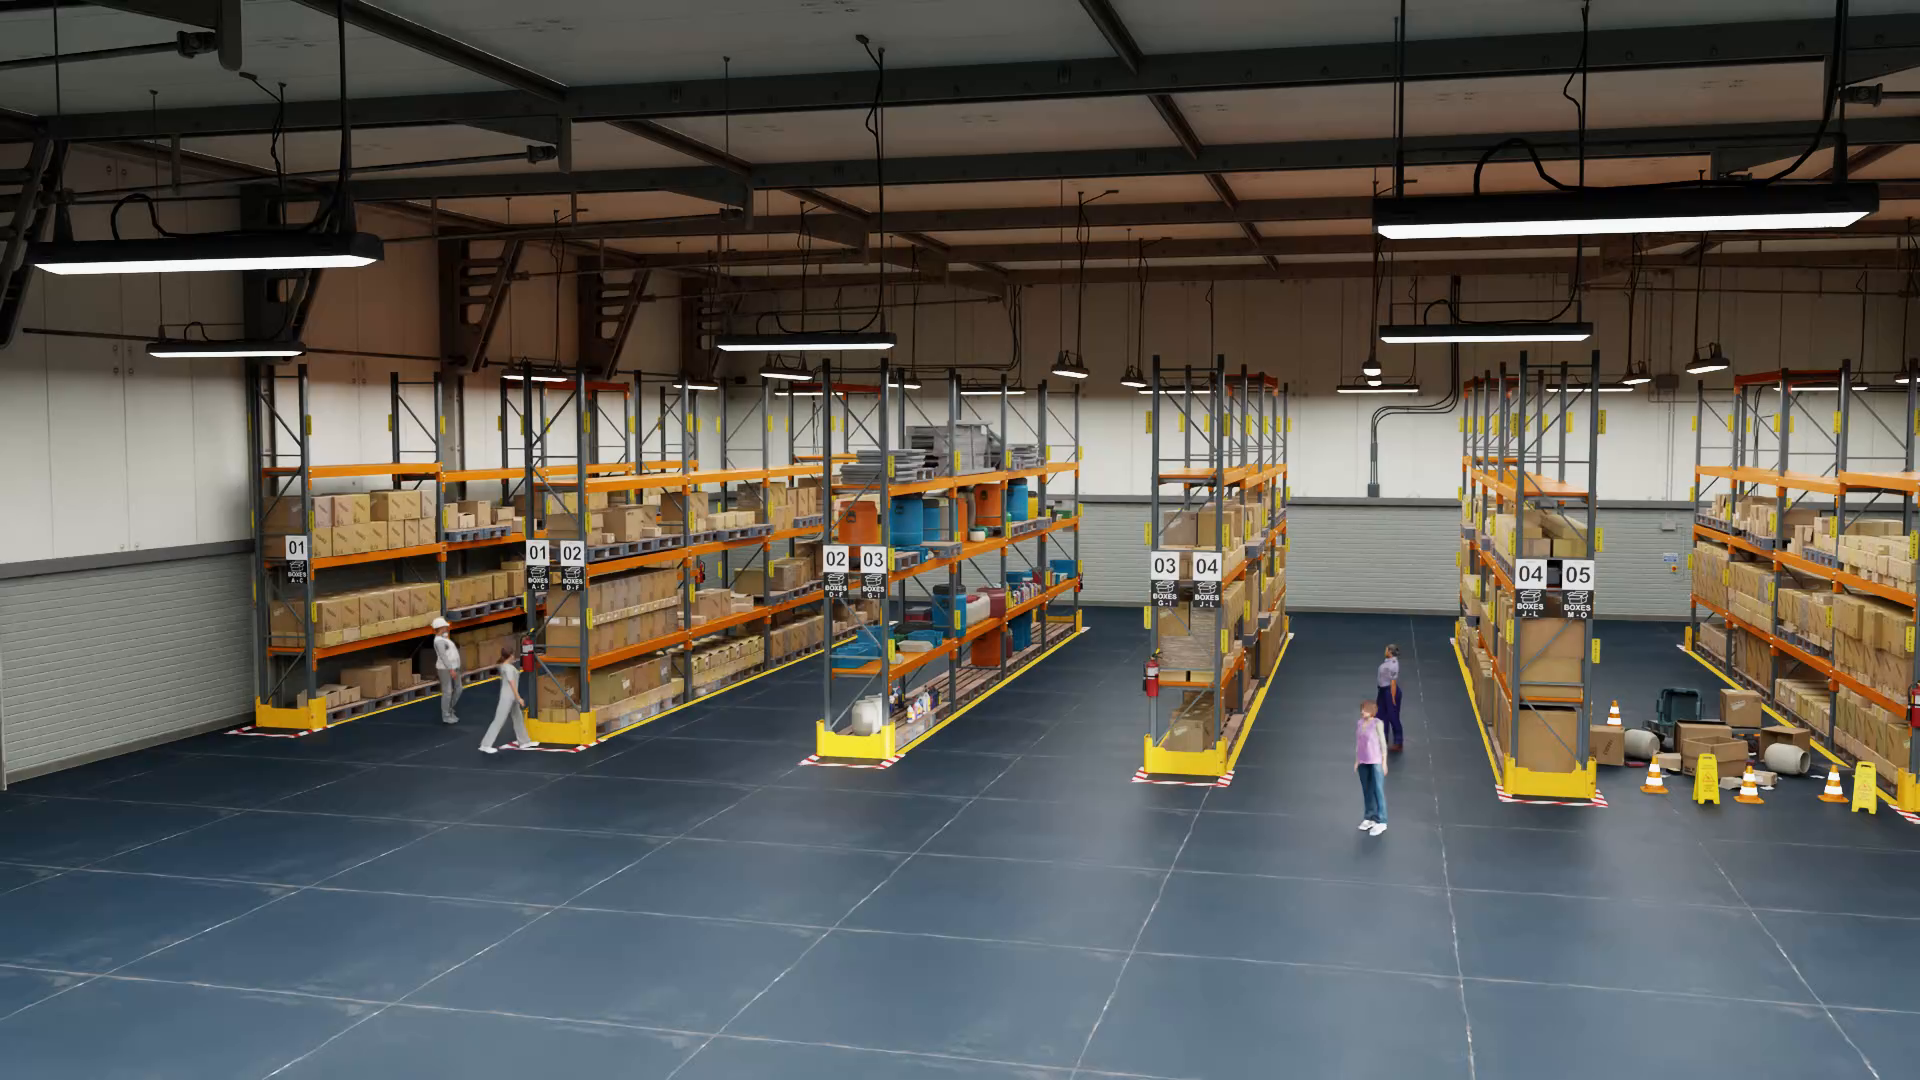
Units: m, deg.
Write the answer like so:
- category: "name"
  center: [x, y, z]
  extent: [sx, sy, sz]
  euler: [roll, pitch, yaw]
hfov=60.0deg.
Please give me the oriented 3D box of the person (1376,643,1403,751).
- category: "person"
  center: [6.606, 2.409, 25.700]
  extent: [0.410, 1.666, 0.647]
  euler: [0, 4, -4]

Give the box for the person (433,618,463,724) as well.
- category: "person"
  center: [-8.624, 2.206, 28.062]
  extent: [0.541, 1.804, 0.636]
  euler: [1, 4, 10]

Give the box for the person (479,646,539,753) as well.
- category: "person"
  center: [-6.913, 2.429, 25.480]
  extent: [0.908, 1.636, 0.564]
  euler: [-1, 4, -19]

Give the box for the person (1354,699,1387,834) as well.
- category: "person"
  center: [5.067, 2.784, 20.564]
  extent: [0.393, 1.610, 0.507]
  euler: [-3, 5, -35]
